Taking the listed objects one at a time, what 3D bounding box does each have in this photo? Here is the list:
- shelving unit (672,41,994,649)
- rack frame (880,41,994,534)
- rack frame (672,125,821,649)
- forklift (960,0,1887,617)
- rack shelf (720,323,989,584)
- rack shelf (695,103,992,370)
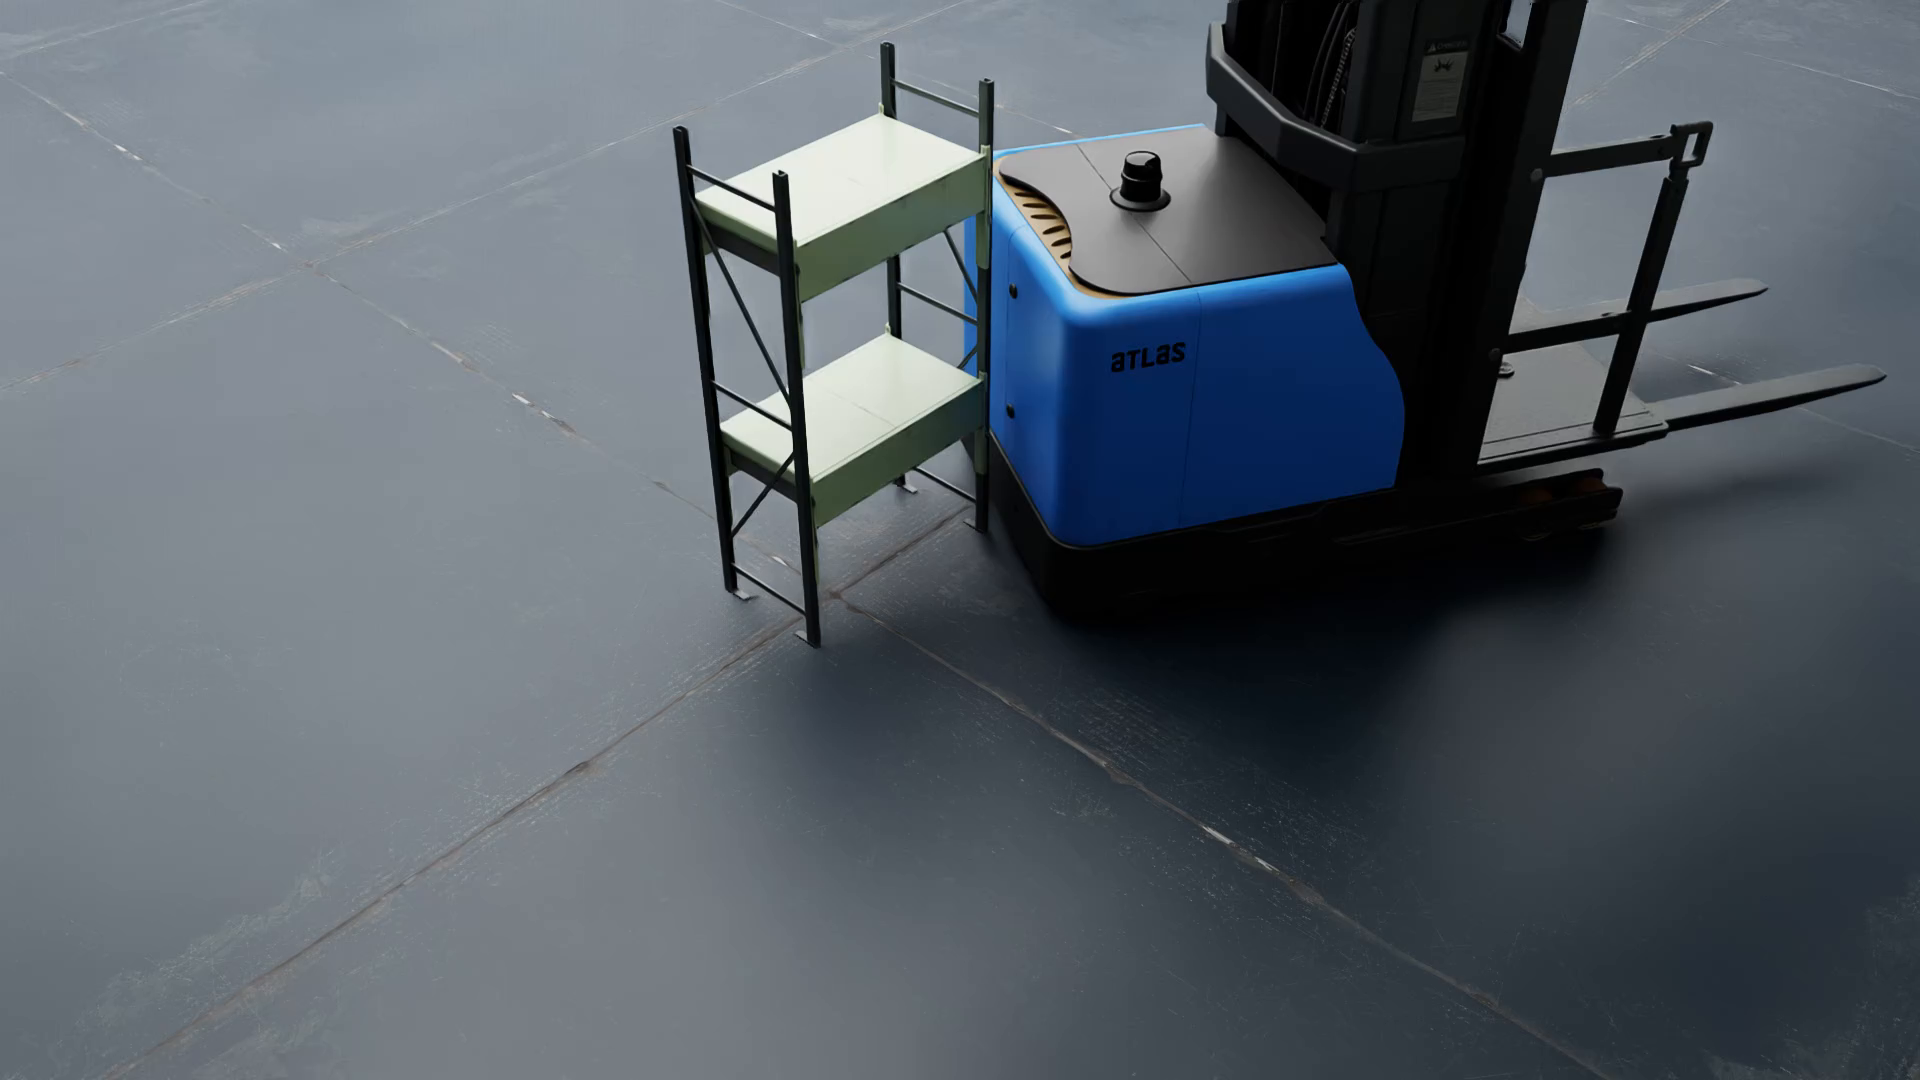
[{"bbox_3d":[-0.312,-0.526,4.707,0.431,1.500,0.755,30,47,32],"label":"shelving unit"},{"bbox_3d":[-0.065,-0.694,4.918,0.400,1.500,0.023,30,47,32],"label":"rack frame"},{"bbox_3d":[-0.560,-0.358,4.496,0.400,1.500,0.023,30,47,32],"label":"rack frame"},{"bbox_3d":[1.575,-1.448,4.716,3.031,2.935,1.130,-11,40,-13],"label":"forklift"},{"bbox_3d":[-0.312,-0.271,4.910,0.431,0.370,0.720,30,47,32],"label":"rack shelf"},{"bbox_3d":[-0.312,-0.832,4.464,0.431,0.370,0.720,30,47,32],"label":"rack shelf"}]
